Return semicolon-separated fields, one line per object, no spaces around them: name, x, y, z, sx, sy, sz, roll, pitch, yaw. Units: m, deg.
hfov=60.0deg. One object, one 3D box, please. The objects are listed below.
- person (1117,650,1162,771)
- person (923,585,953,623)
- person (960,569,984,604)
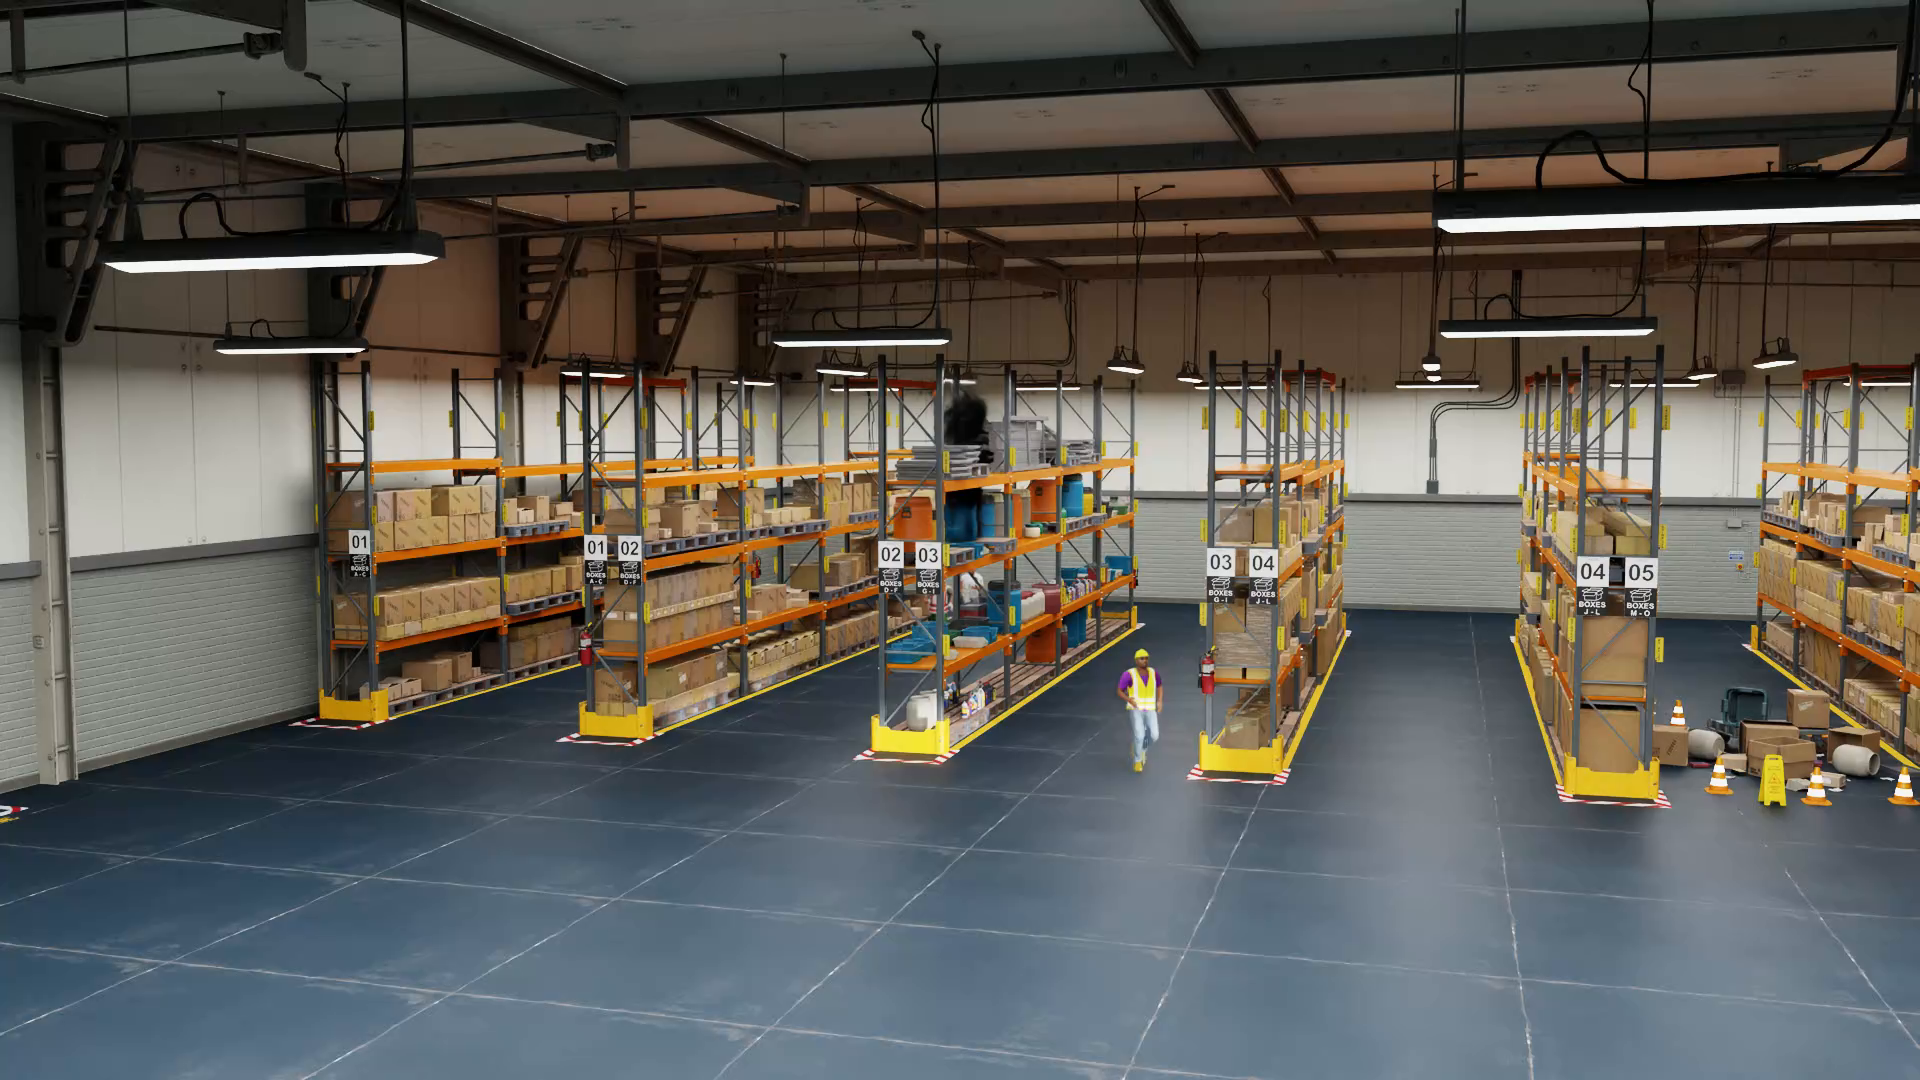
person;2.616;2.437;23.871;0.708;1.733;0.584;-1;4;-15
person;-0.457;1.582;35.232;0.642;1.833;0.893;1;4;9
person;0.271;1.388;38.982;0.574;1.725;0.843;0;4;4
